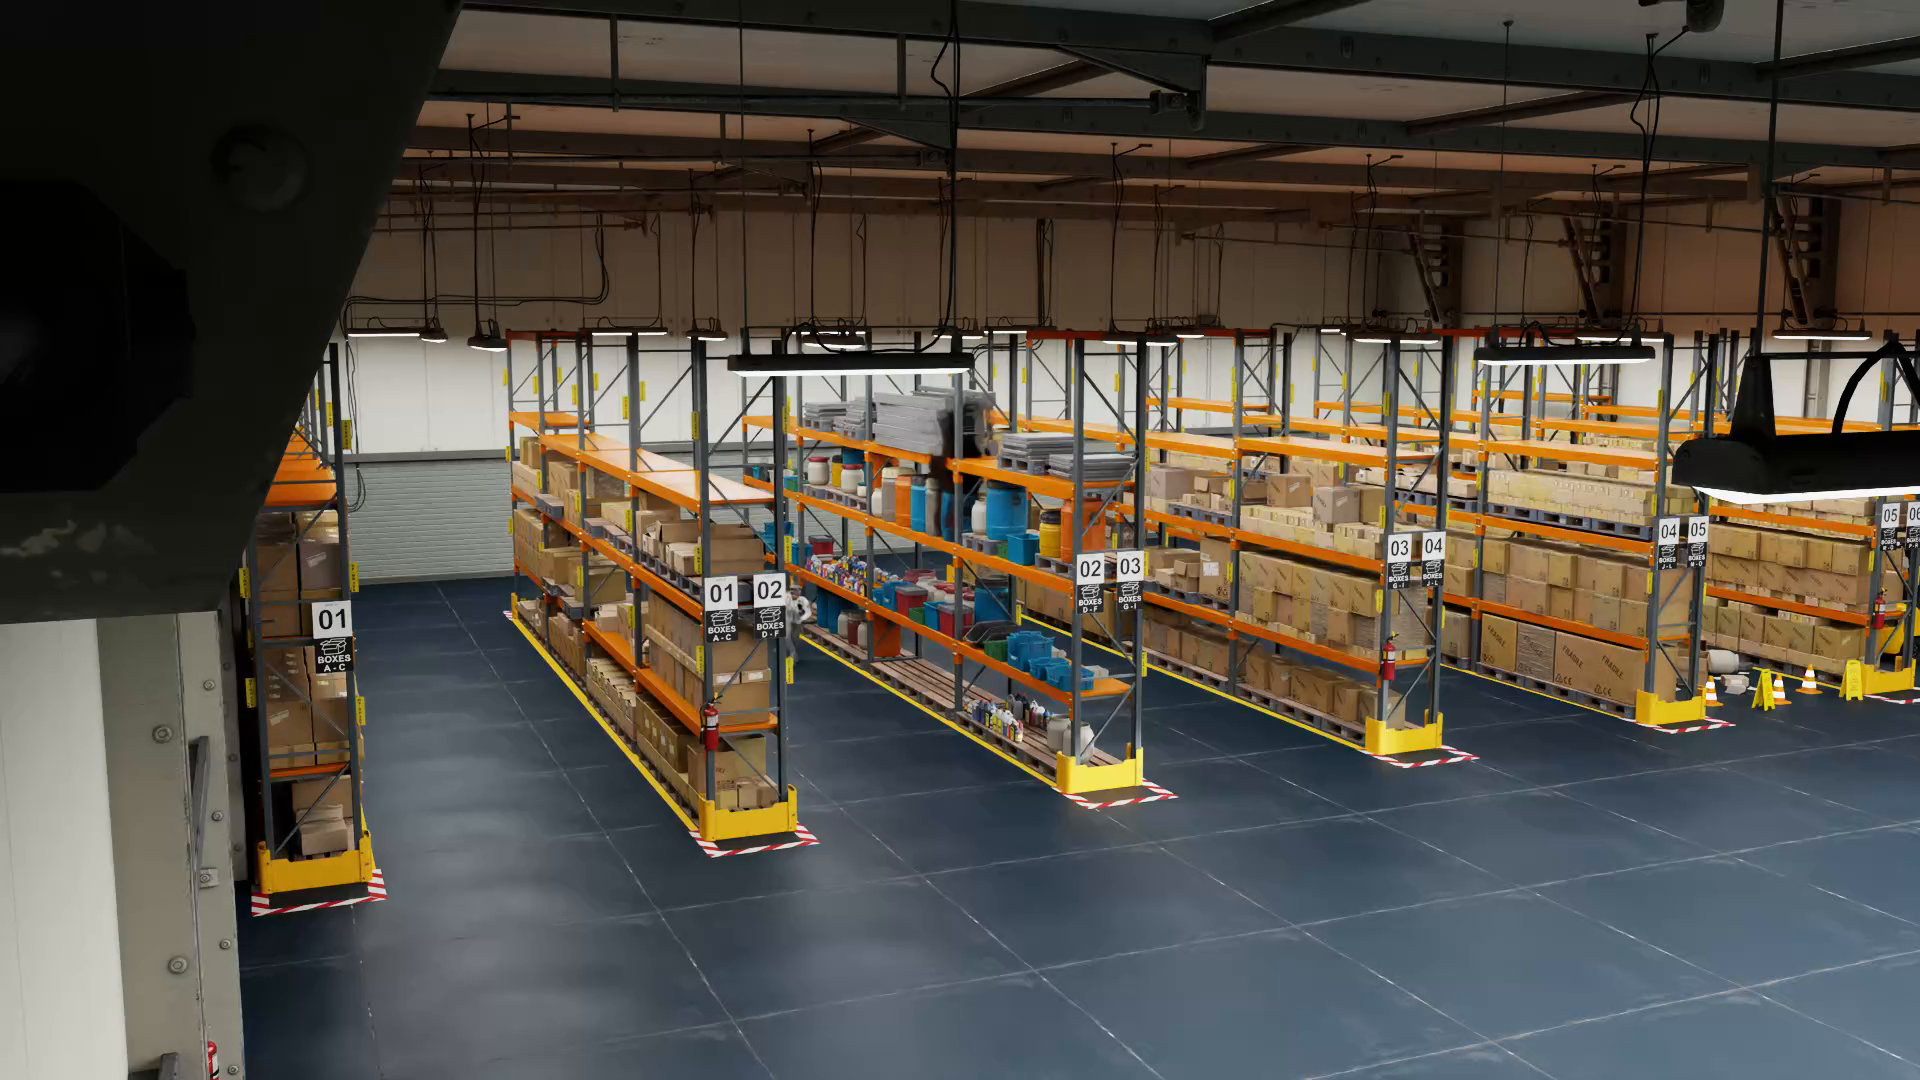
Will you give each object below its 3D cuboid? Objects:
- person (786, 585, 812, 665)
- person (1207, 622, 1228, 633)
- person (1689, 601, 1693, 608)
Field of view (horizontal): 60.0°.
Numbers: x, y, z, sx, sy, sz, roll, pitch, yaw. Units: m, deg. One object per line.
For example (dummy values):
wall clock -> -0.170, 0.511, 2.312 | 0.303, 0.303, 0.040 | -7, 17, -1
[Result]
person -> -2.983, 1.486, 30.097 | 0.622, 1.469, 1.045 | 0, 8, -4
person -> 5.093, 1.128, 31.970 | 0.749, 1.725, 0.673 | -3, 8, -20
person -> 15.054, 0.998, 33.618 | 0.564, 1.547, 0.508 | -5, 9, -33
